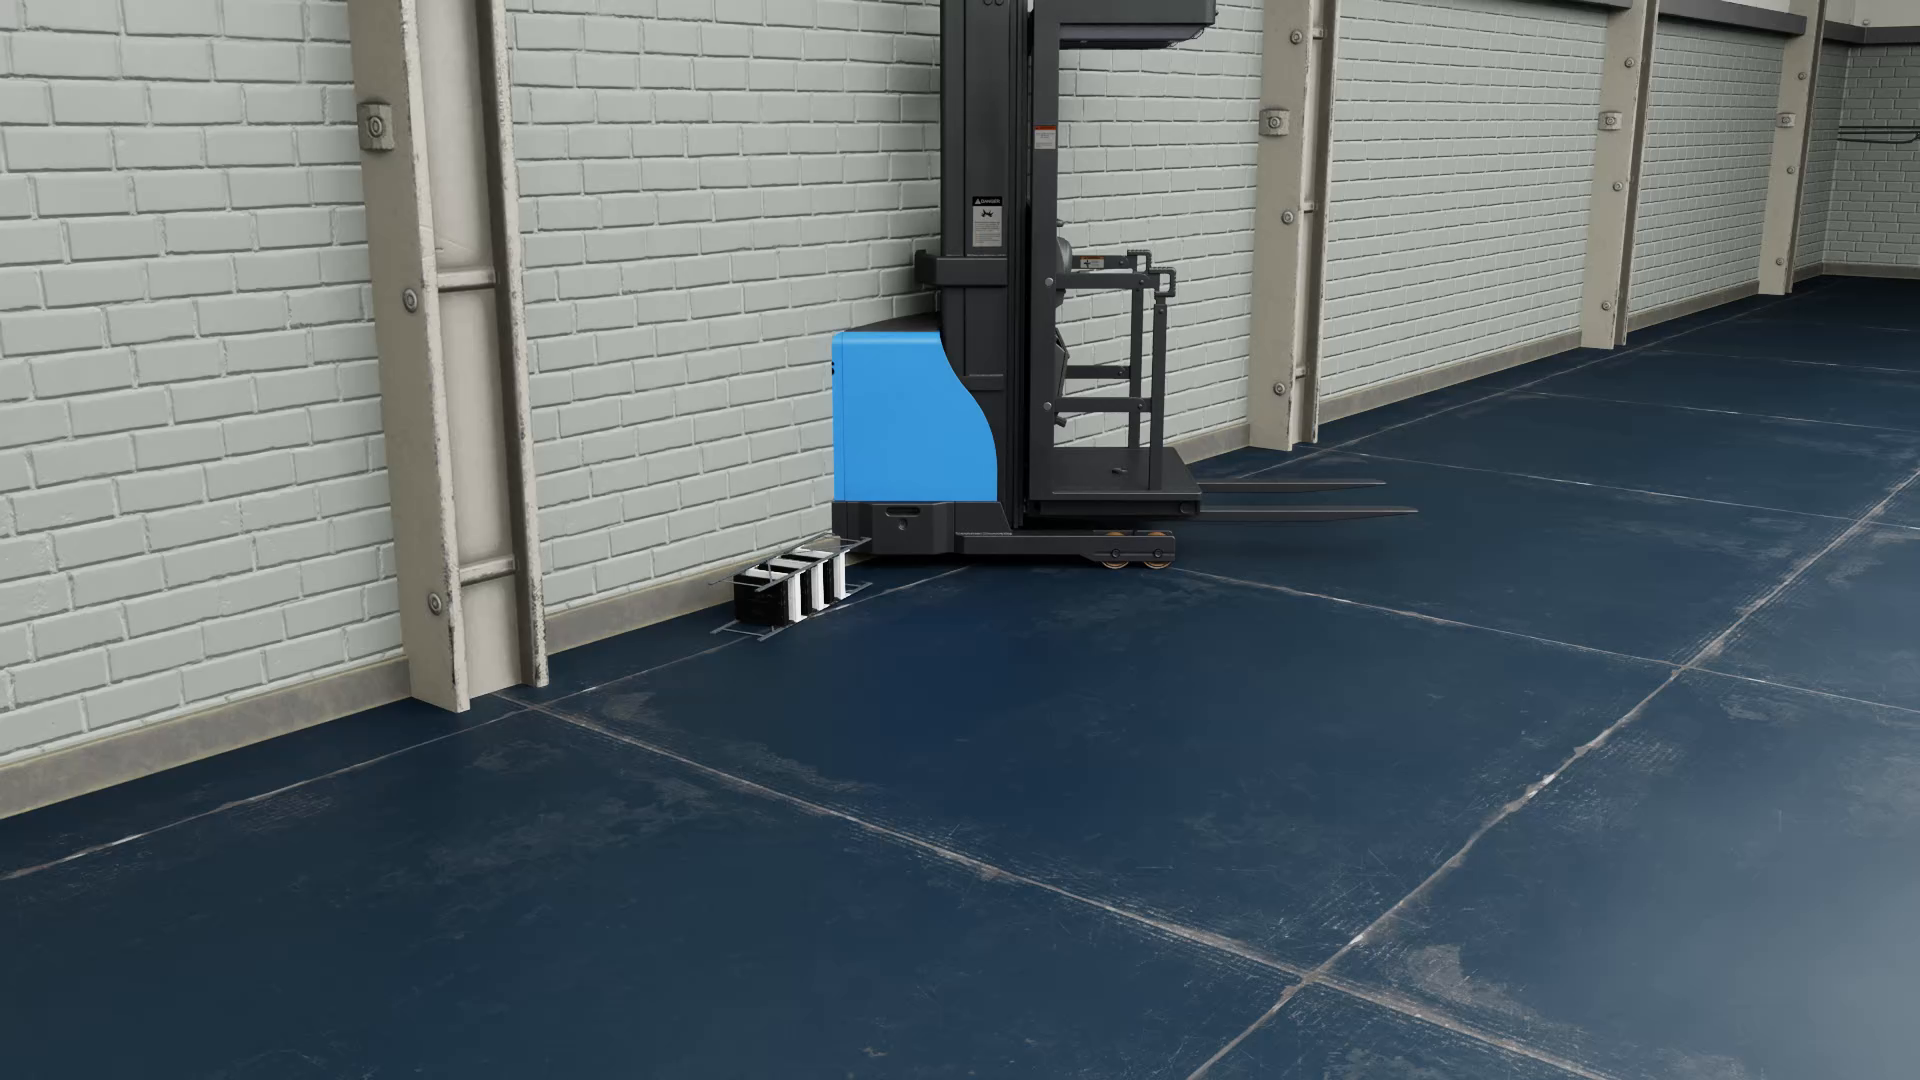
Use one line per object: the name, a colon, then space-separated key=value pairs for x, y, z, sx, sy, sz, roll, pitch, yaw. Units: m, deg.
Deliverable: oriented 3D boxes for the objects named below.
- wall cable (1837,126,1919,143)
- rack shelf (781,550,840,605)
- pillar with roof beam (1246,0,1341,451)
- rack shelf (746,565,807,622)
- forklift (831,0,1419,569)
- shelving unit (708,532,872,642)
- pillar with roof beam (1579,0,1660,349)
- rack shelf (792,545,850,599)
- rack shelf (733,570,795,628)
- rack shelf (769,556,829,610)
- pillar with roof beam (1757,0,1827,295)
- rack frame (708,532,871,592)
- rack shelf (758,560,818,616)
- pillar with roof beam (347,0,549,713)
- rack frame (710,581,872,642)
wall cable: x=12.455 y=-6.125 z=20.265 sx=3.097 sy=2.526 sz=0.112 roll=11 pitch=18 yaw=38
rack shelf: x=-0.639 y=0.155 z=7.067 sx=0.258 sy=0.200 sz=0.077 roll=7 pitch=16 yaw=25
pillar with roof beam: x=5.381 y=-4.306 z=6.799 sx=9.100 sy=9.000 sz=0.400 roll=11 pitch=18 yaw=38
rack shelf: x=-0.759 y=0.217 z=6.833 sx=0.258 sy=0.200 sz=0.077 roll=7 pitch=16 yaw=25
forklift: x=0.623 y=-1.420 z=7.760 sx=3.031 sy=2.935 sz=1.130 roll=0 pitch=14 yaw=0
shelving unit: x=-0.694 y=0.183 z=6.960 sx=0.258 sy=0.210 sz=0.900 roll=7 pitch=16 yaw=25
pillar with roof beam: x=9.152 y=-5.456 z=11.322 sx=9.100 sy=9.000 sz=0.400 roll=11 pitch=18 yaw=38
rack shelf: x=-0.599 y=0.134 z=7.145 sx=0.258 sy=0.200 sz=0.077 roll=7 pitch=16 yaw=25
rack shelf: x=-0.799 y=0.237 z=6.755 sx=0.258 sy=0.200 sz=0.077 roll=7 pitch=16 yaw=25
rack shelf: x=-0.679 y=0.175 z=6.989 sx=0.258 sy=0.200 sz=0.077 roll=7 pitch=16 yaw=25
pillar with roof beam: x=12.924 y=-6.605 z=15.845 sx=9.100 sy=9.000 sz=0.400 roll=11 pitch=18 yaw=38
rack frame: x=-0.694 y=0.085 z=6.935 sx=0.240 sy=0.006 sz=0.900 roll=7 pitch=16 yaw=25
rack shelf: x=-0.719 y=0.196 z=6.911 sx=0.258 sy=0.200 sz=0.077 roll=7 pitch=16 yaw=25
pillar with roof beam: x=1.610 y=-3.157 z=2.275 sx=9.100 sy=9.000 sz=0.400 roll=11 pitch=18 yaw=38
rack frame: x=-0.693 y=0.281 z=6.986 sx=0.240 sy=0.006 sz=0.900 roll=7 pitch=16 yaw=25
